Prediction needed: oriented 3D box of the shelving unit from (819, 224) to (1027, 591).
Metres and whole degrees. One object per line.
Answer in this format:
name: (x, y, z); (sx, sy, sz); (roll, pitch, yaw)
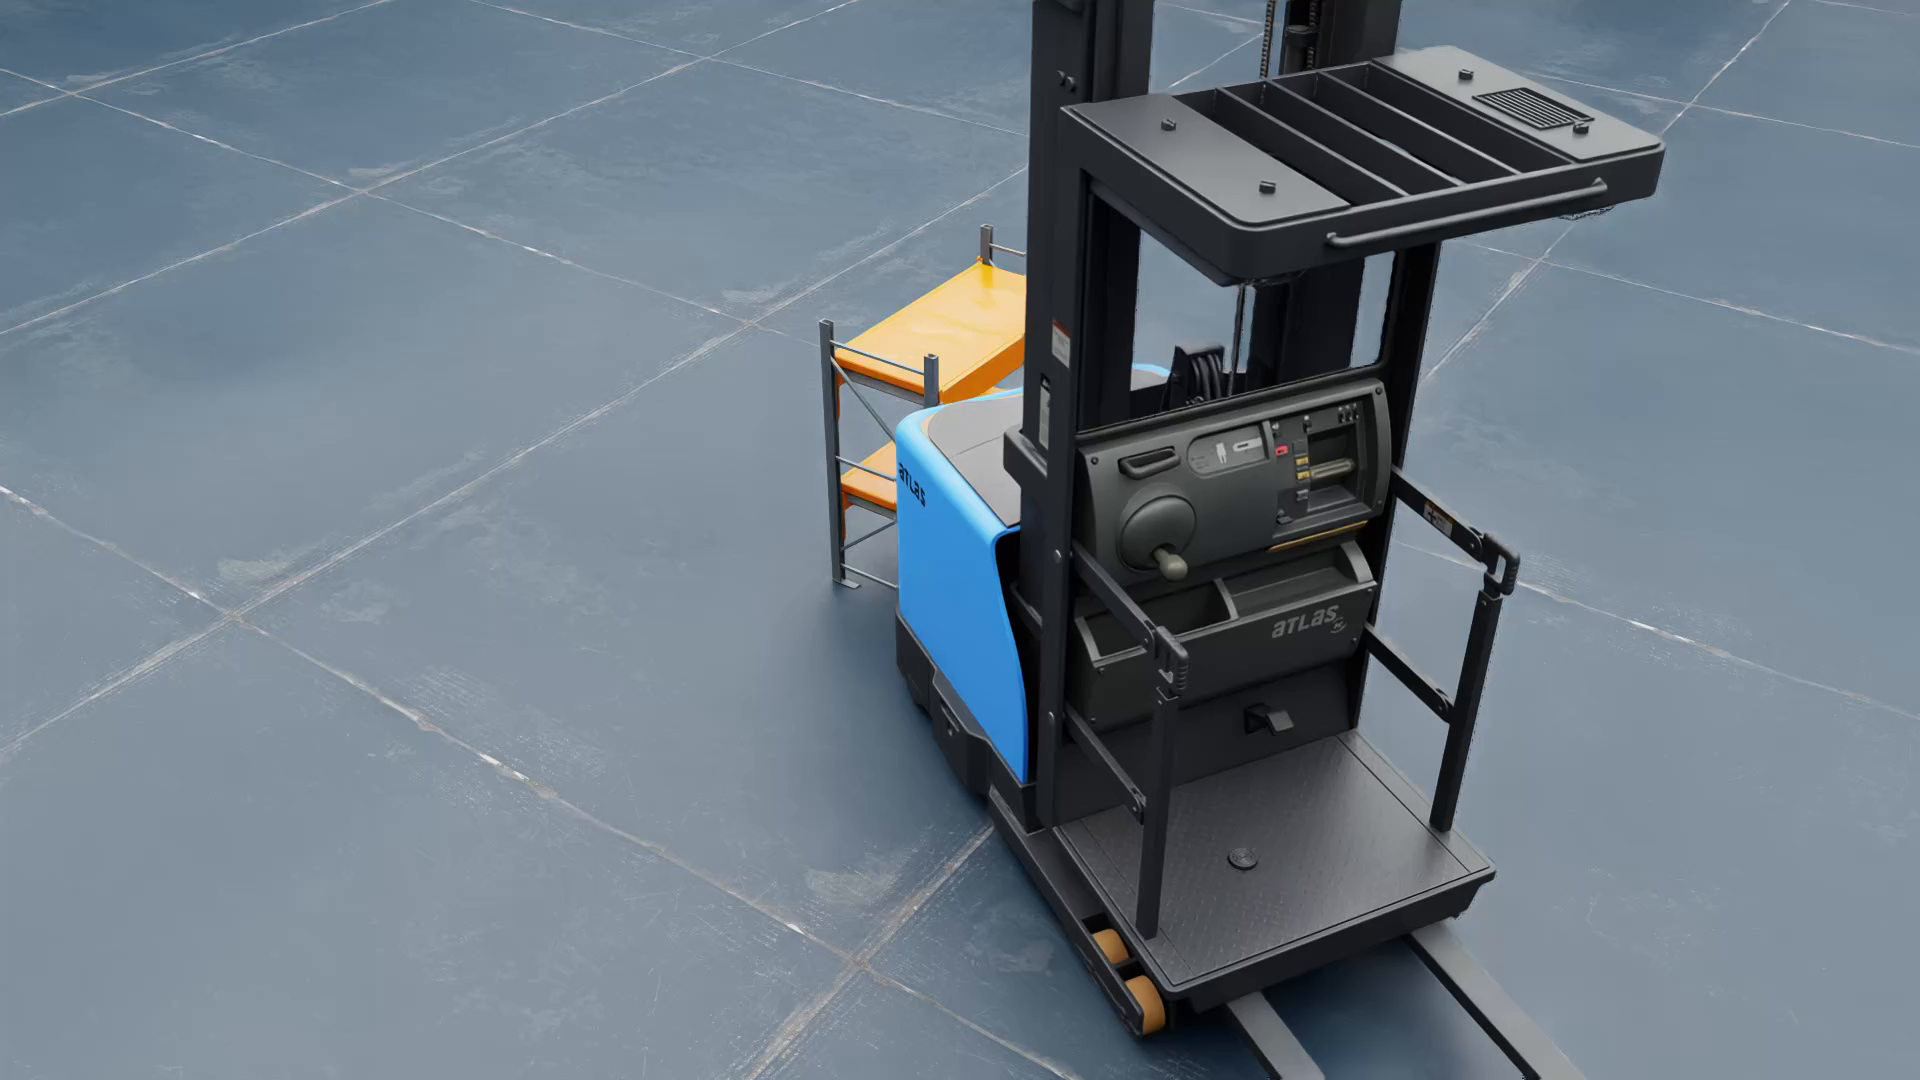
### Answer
shelving unit: (0.004, -0.469, 6.439); (0.538, 1.125, 1.048); (21, 39, 28)

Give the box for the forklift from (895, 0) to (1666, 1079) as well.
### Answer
forklift: (0.845, -0.098, 4.278); (1.130, 2.935, 3.031); (-14, 37, -20)

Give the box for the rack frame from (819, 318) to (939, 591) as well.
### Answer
rack frame: (-0.286, -0.235, 6.094); (0.500, 1.125, 0.032); (21, 39, 28)

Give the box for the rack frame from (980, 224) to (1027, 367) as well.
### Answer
rack frame: (0.294, -0.703, 6.785); (0.500, 1.125, 0.032); (21, 39, 28)

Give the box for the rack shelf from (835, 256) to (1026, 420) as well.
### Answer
rack shelf: (0.004, -0.712, 6.276); (0.538, 0.278, 1.000); (21, 39, 28)

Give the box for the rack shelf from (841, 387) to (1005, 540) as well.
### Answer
rack shelf: (0.004, -0.267, 6.576); (0.538, 0.278, 1.000); (21, 39, 28)
